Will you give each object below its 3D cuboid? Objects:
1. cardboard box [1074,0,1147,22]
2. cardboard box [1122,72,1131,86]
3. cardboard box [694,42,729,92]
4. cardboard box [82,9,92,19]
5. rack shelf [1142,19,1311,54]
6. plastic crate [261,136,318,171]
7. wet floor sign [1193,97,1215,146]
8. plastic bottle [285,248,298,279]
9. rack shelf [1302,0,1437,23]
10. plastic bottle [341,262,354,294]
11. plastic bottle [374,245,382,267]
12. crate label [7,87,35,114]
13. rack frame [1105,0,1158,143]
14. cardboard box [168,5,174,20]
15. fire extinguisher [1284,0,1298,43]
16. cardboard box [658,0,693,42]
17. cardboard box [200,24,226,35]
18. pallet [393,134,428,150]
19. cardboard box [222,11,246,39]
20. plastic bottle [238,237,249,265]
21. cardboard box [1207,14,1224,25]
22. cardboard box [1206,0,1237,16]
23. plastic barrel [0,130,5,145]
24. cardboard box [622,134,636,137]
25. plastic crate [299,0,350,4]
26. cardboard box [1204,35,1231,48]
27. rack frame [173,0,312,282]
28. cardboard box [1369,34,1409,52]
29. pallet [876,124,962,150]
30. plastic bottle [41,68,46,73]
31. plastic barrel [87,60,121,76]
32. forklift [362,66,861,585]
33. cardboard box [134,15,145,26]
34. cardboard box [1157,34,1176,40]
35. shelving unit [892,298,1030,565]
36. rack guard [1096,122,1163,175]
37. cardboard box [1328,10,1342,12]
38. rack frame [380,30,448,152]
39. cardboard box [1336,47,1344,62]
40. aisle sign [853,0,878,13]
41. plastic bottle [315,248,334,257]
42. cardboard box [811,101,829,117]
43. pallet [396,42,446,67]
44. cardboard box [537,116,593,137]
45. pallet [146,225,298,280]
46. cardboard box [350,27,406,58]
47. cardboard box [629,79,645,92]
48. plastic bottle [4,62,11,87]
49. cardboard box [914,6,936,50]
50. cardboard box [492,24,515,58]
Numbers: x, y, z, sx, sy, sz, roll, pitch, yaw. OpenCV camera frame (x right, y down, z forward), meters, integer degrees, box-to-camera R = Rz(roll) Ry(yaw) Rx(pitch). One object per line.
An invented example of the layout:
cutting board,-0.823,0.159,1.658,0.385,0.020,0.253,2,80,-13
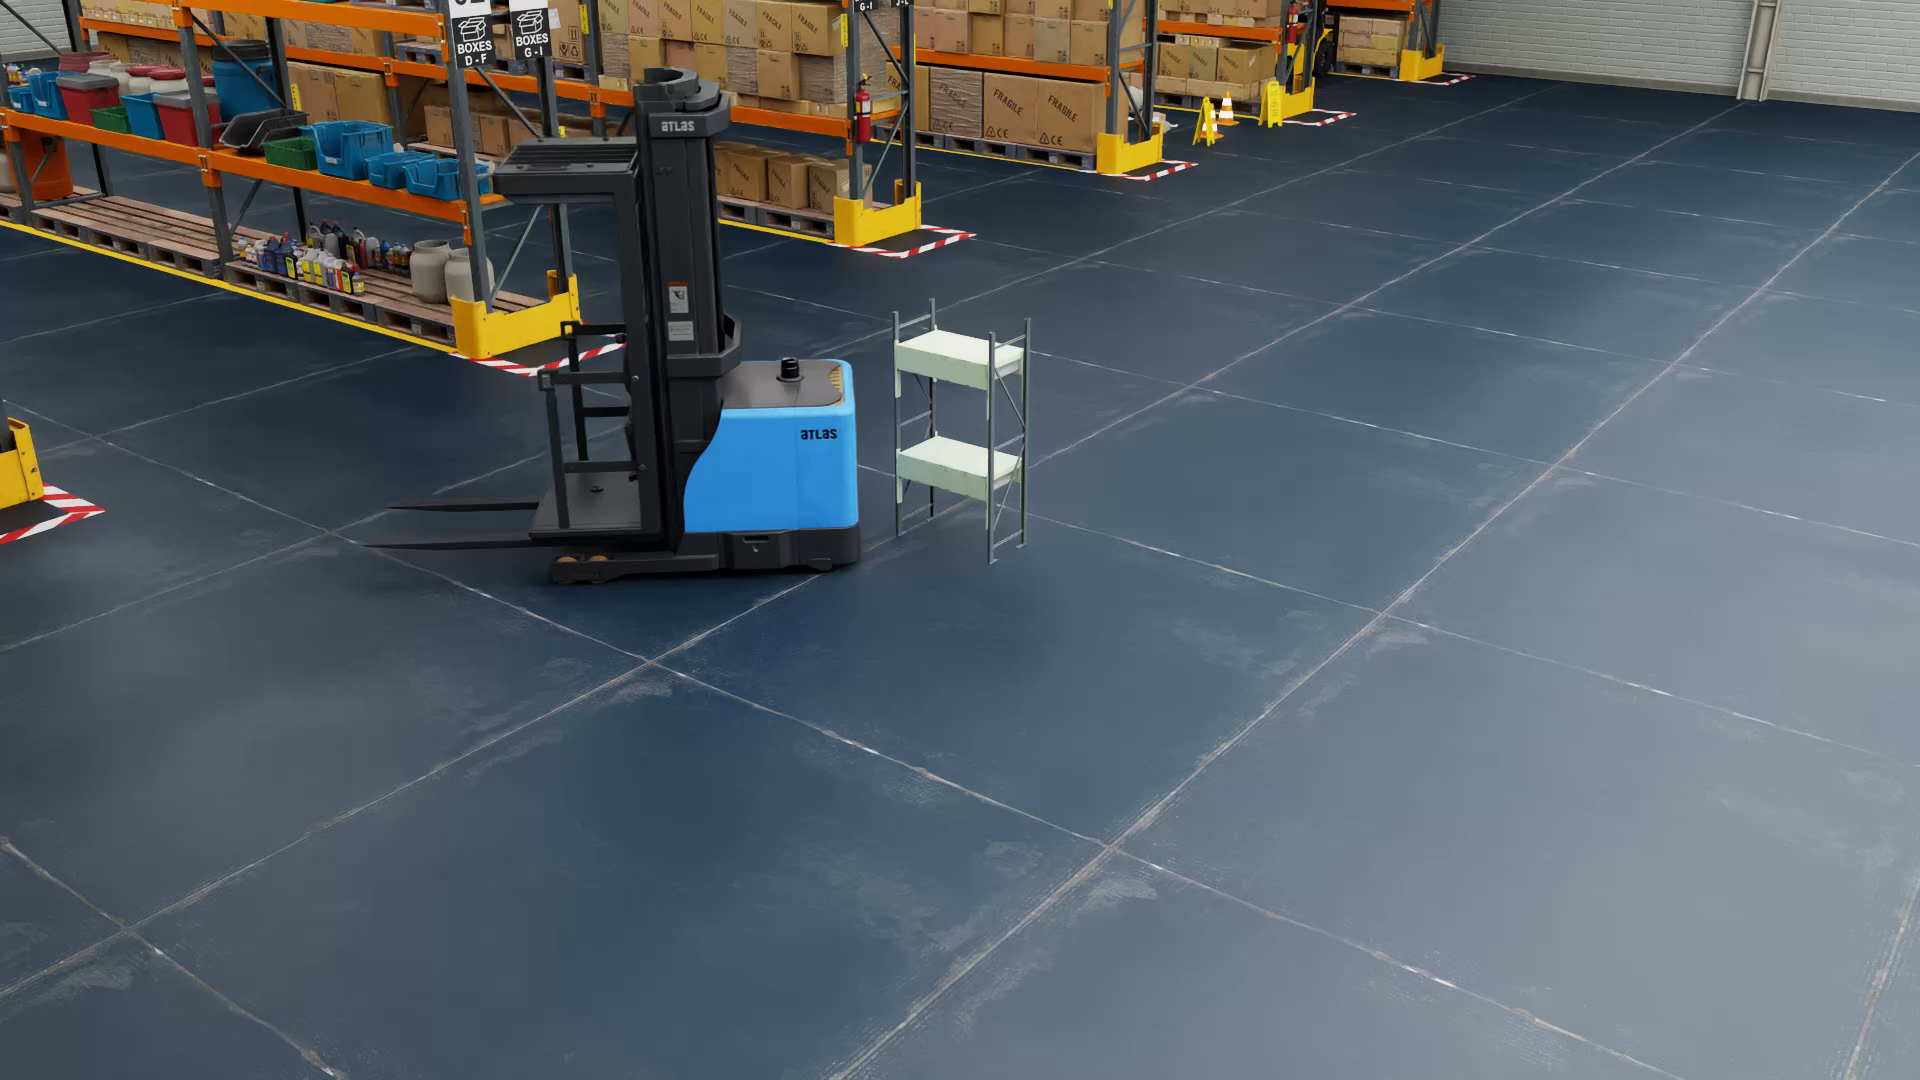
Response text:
cardboard box,1.942,-6.976,21.337,0.550,0.550,0.875,17,29,33
cardboard box,2.647,-7.478,26.892,0.500,0.250,0.500,19,30,36
cardboard box,-2.502,-5.400,18.793,0.500,0.500,0.875,17,29,33
cardboard box,-13.556,-8.297,26.172,0.250,0.149,0.380,17,29,34
rack shelf,3.504,-8.087,26.275,4.000,0.370,1.077,17,29,33
plastic crate,-6.094,-3.588,15.436,0.662,0.188,0.450,17,29,33
wet floor sign,3.427,-5.865,23.261,0.232,0.644,0.267,12,26,24
plastic bottle,-6.356,-2.634,15.832,0.133,0.283,0.061,18,30,36
rack shelf,6.478,-9.689,29.912,4.000,0.370,1.077,17,29,33
plastic bottle,-5.647,-2.420,15.346,0.133,0.283,0.061,18,29,35
plastic bottle,-5.672,-2.777,16.258,0.097,0.201,0.097,0,24,0
crate label,-10.099,-4.772,18.068,0.416,0.233,0.303,17,29,33
rack frame,2.216,-6.311,21.353,0.127,3.000,1.000,17,29,33
cardboard box,-11.368,-7.851,24.665,0.500,0.250,0.500,18,29,35
fire extinguisher,4.919,-7.720,24.648,0.183,0.674,0.296,17,29,33
cardboard box,-3.032,-5.909,18.708,0.500,0.500,0.500,17,29,33
cardboard box,-10.882,-7.490,24.340,0.250,0.149,0.380,17,29,34
pallet,-7.827,-5.608,23.217,1.213,0.211,1.003,17,29,33
cardboard box,-10.224,-7.491,23.906,0.500,0.500,0.500,17,29,33
plastic bottle,-7.019,-2.838,16.310,0.097,0.271,0.097,0,24,0
cardboard box,3.991,-7.986,25.465,0.250,0.149,0.380,17,29,34
cardboard box,4.107,-8.279,25.327,0.500,0.500,0.500,17,29,33
plastic barrel,-11.517,-4.546,19.817,0.708,0.588,0.600,17,29,33
cardboard box,-3.744,-4.641,20.142,0.500,0.500,0.500,16,28,32
plastic crate,-5.517,-4.866,14.374,0.575,0.384,0.392,17,29,33
cardboard box,3.972,-7.683,25.622,0.250,0.149,0.380,18,29,35
rack frame,-7.011,-4.104,16.344,0.127,3.000,1.000,17,29,33
cardboard box,7.501,-8.714,29.077,0.500,0.250,0.500,16,29,33
pallet,-0.423,-5.793,23.636,1.213,0.211,1.003,17,29,33
plastic bottle,-10.600,-5.321,19.251,0.133,0.283,0.061,17,29,33
plastic barrel,-9.260,-4.943,18.109,0.421,0.512,0.421,0,24,0
forklift,-2.161,-1.292,10.048,3.031,2.935,1.130,-2,24,-4
cardboard box,-12.325,-7.925,25.328,0.250,0.149,0.380,16,28,32
cardboard box,3.355,-7.875,26.861,0.500,0.500,0.500,19,30,36
shelving unit,0.005,-0.685,10.444,0.755,1.500,0.431,17,29,33
rack guard,2.235,-5.161,21.843,0.348,0.500,1.175,17,29,33
cardboard box,6.605,-9.473,30.180,0.500,0.250,0.500,16,28,32
rack frame,-7.241,-6.669,22.167,0.127,3.000,1.000,17,29,33
cardboard box,6.725,-8.727,29.727,0.500,0.250,0.500,17,29,34
aisle sign,-0.970,-5.813,16.998,0.004,0.787,0.394,17,29,33
plastic bottle,-6.054,-2.635,15.843,0.135,0.276,0.152,17,29,33
cardboard box,-1.391,-4.683,17.970,0.250,0.149,0.380,17,29,33
pallet,-6.607,-6.444,21.892,1.003,0.211,1.213,17,29,33
cardboard box,-4.889,-5.036,21.015,0.500,0.500,0.700,17,29,33
pallet,-7.662,-3.005,17.309,1.213,0.211,1.003,17,29,33
cardboard box,-7.785,-6.755,22.236,0.500,0.500,0.500,18,29,35
cardboard box,-3.640,-5.322,19.420,0.250,0.149,0.380,17,29,33
plastic bottle,-11.261,-5.521,19.705,0.133,0.283,0.061,17,29,33
cardboard box,-0.229,-7.136,23.039,0.550,0.550,0.875,17,29,33
cardboard box,-5.483,-6.331,20.750,0.637,0.503,0.797,20,31,38
